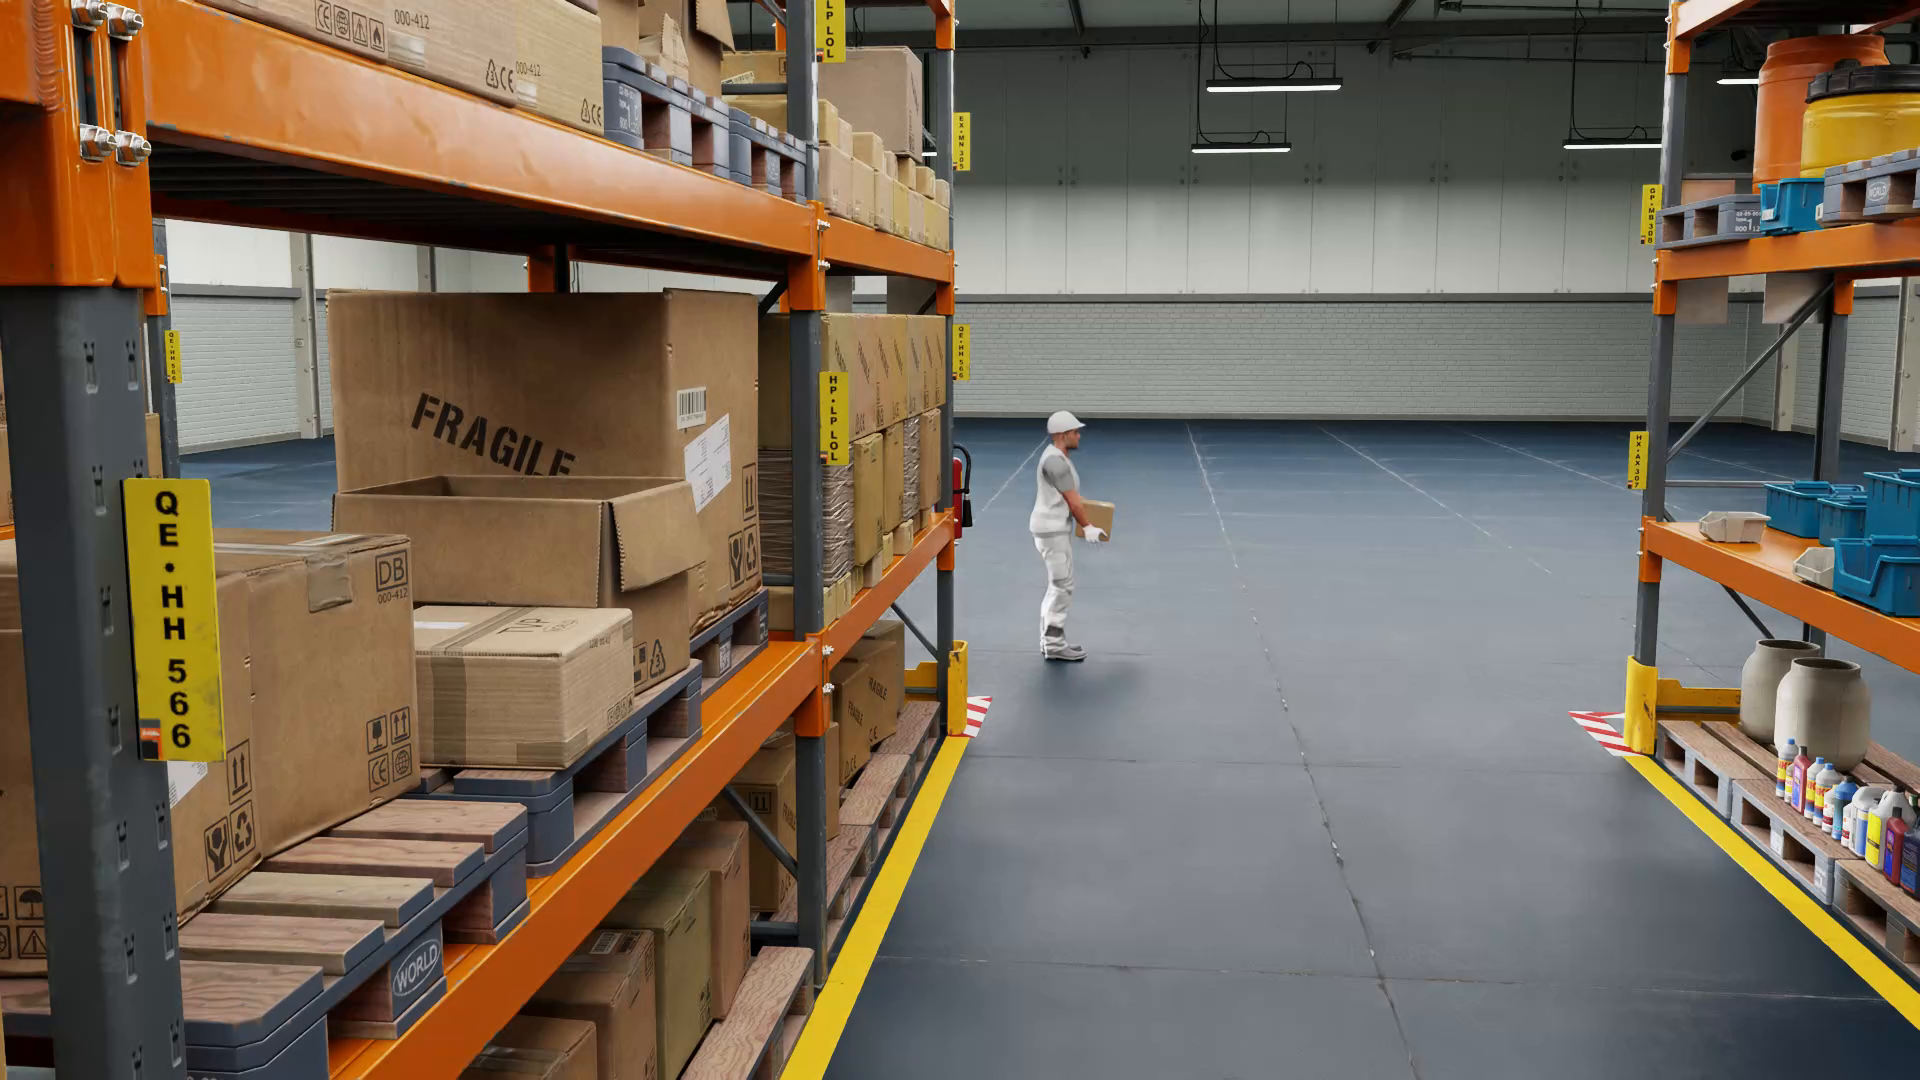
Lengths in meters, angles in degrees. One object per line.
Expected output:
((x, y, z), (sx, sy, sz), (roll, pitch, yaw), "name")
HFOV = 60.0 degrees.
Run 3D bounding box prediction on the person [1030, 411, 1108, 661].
((0.787, -0.037, 12.002), (0.563, 1.781, 0.495), (1, 8, 5), "person")
